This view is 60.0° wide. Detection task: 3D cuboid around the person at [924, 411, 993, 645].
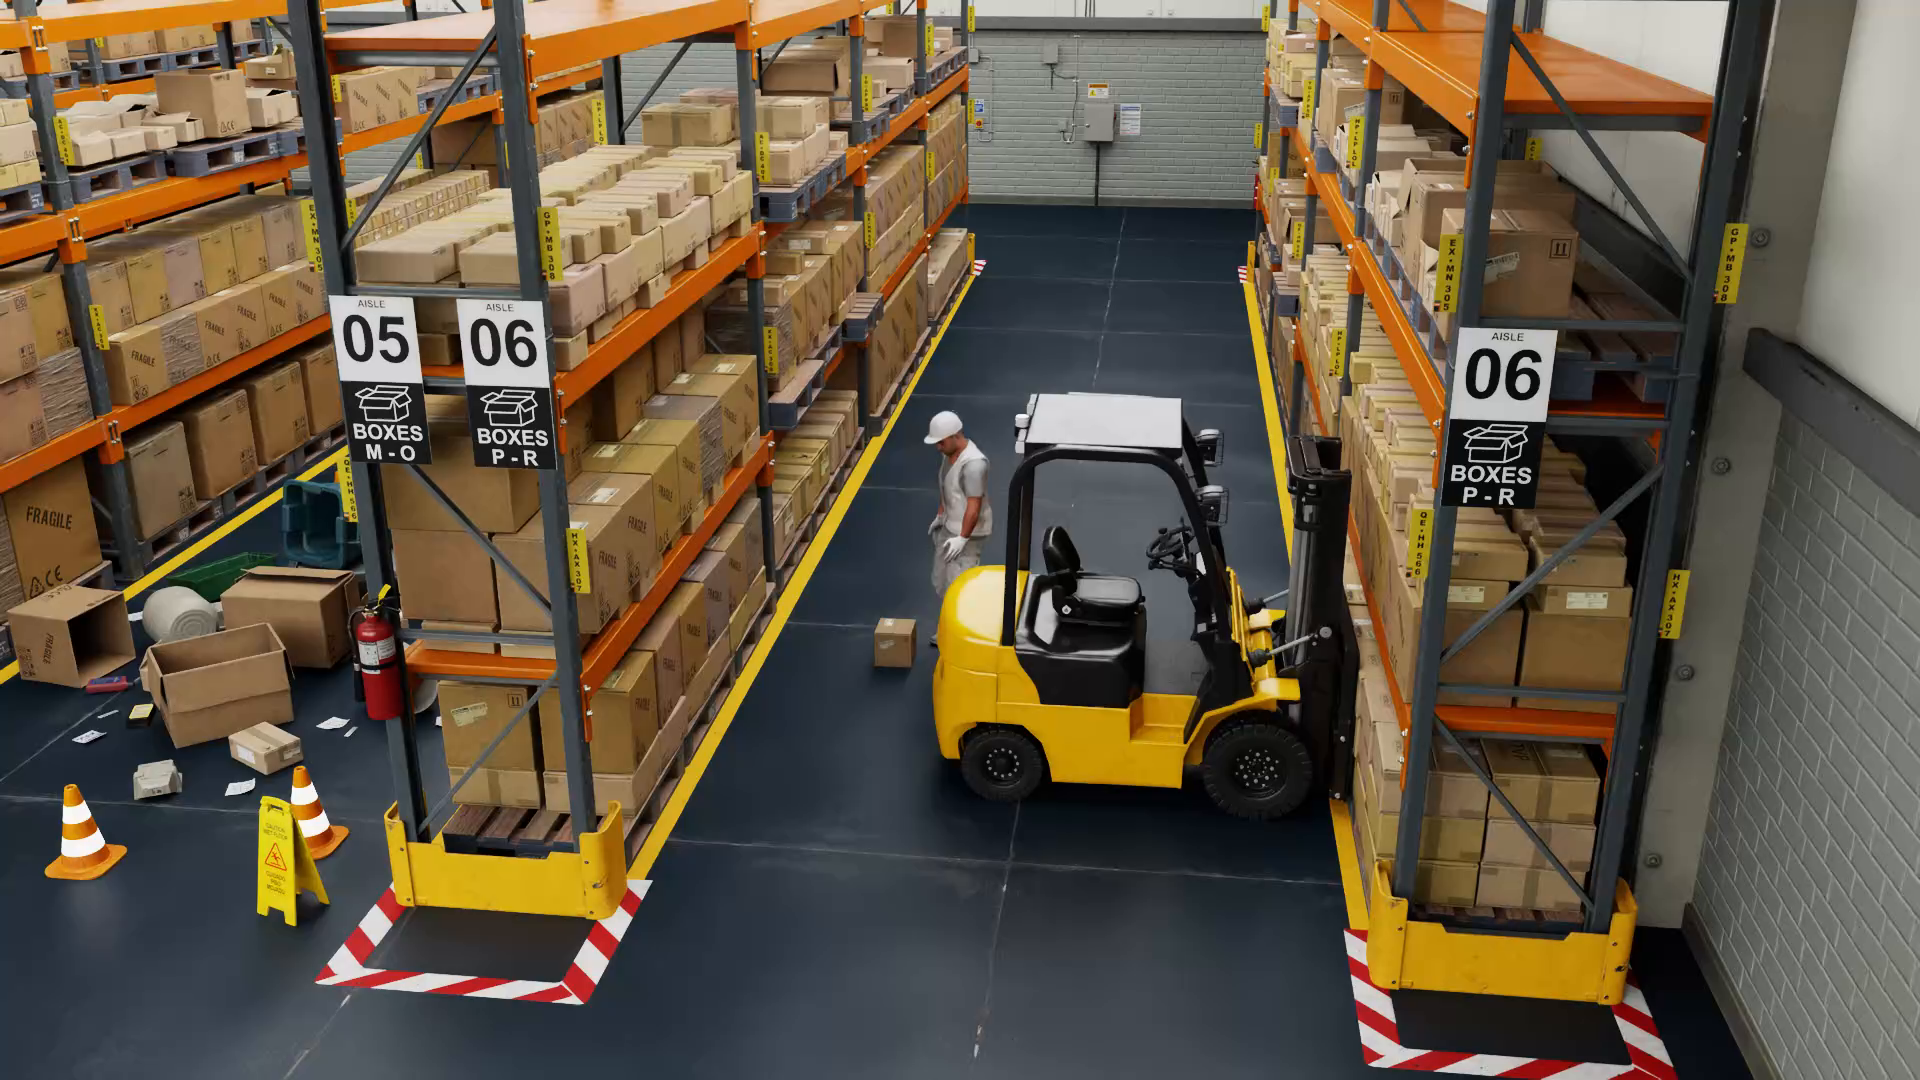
[{"bbox_3d":[-0.017,-0.041,11.233,0.459,1.735,0.544,-8,22,-19],"label":"person"}]
